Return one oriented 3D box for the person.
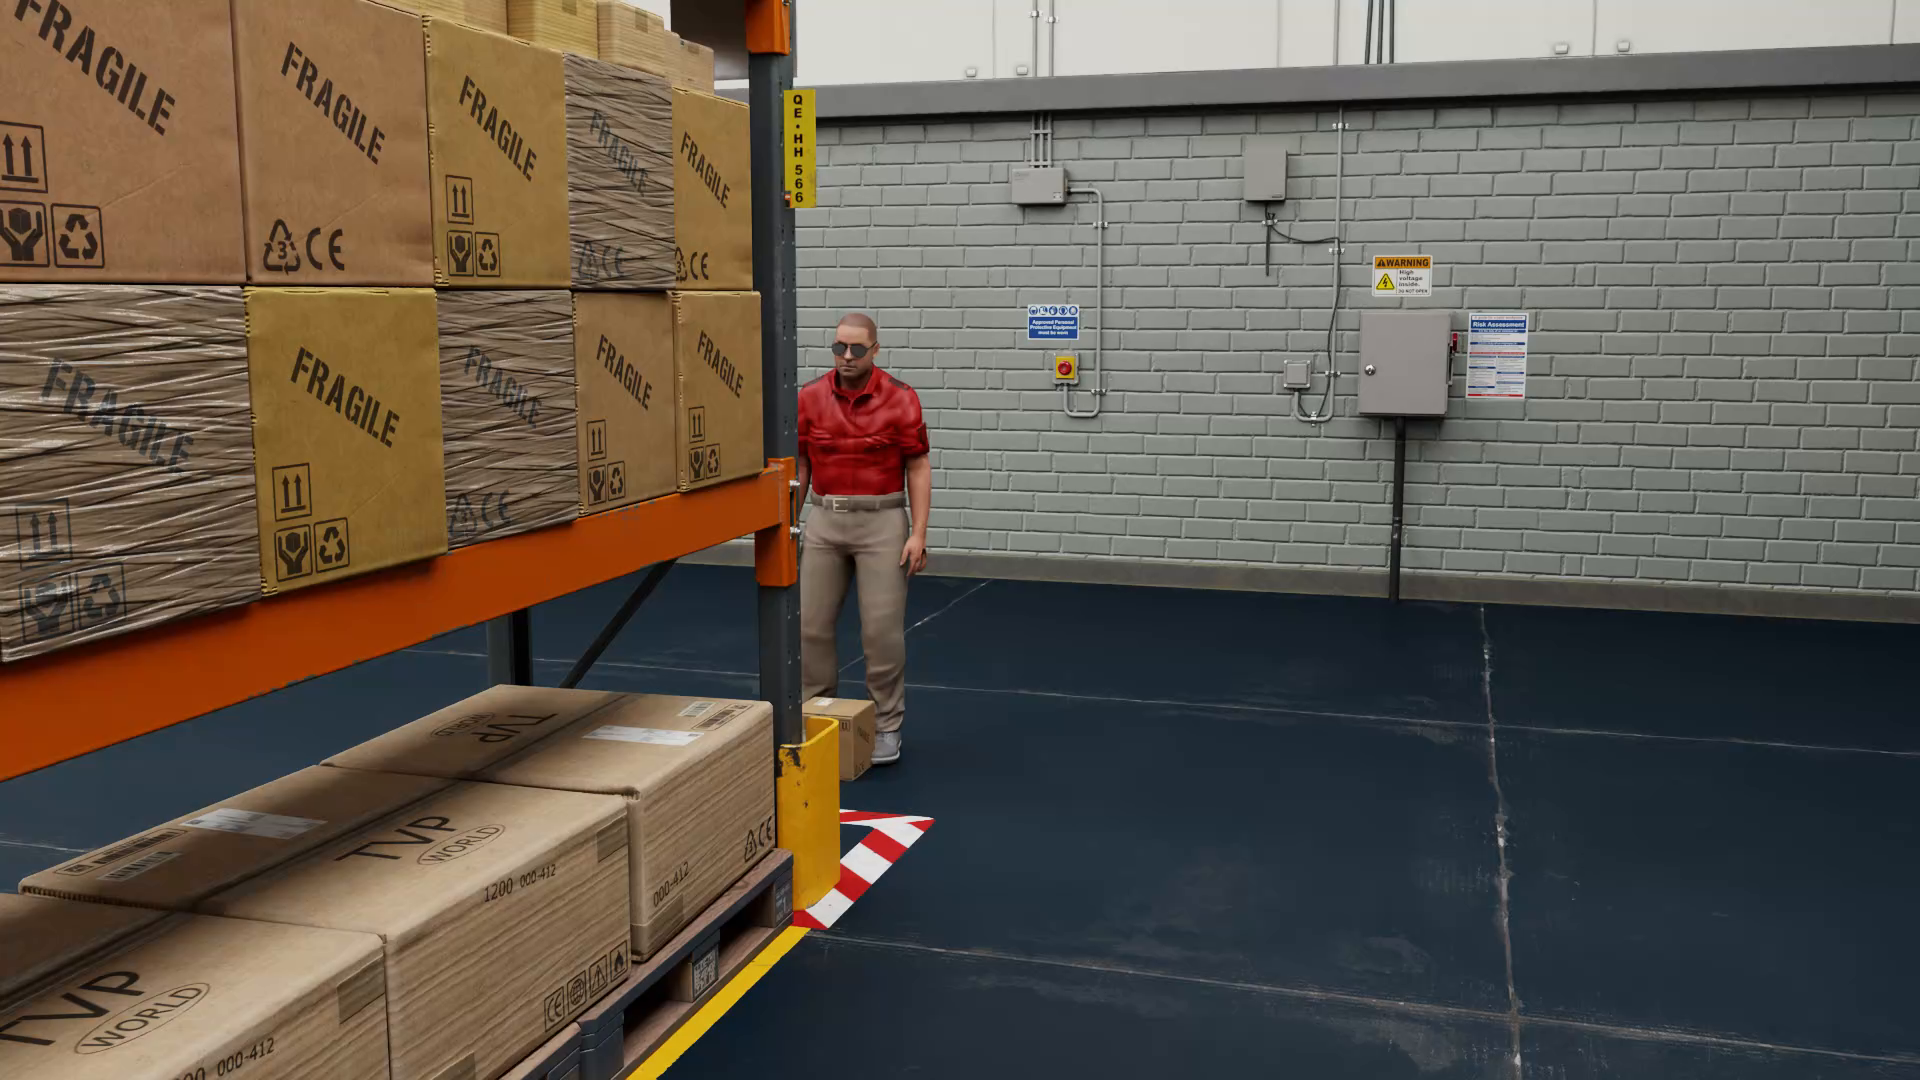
[{"bbox_3d":[-0.413,-0.013,6.467,0.599,1.726,0.393,2,8,13],"label":"person"}]
